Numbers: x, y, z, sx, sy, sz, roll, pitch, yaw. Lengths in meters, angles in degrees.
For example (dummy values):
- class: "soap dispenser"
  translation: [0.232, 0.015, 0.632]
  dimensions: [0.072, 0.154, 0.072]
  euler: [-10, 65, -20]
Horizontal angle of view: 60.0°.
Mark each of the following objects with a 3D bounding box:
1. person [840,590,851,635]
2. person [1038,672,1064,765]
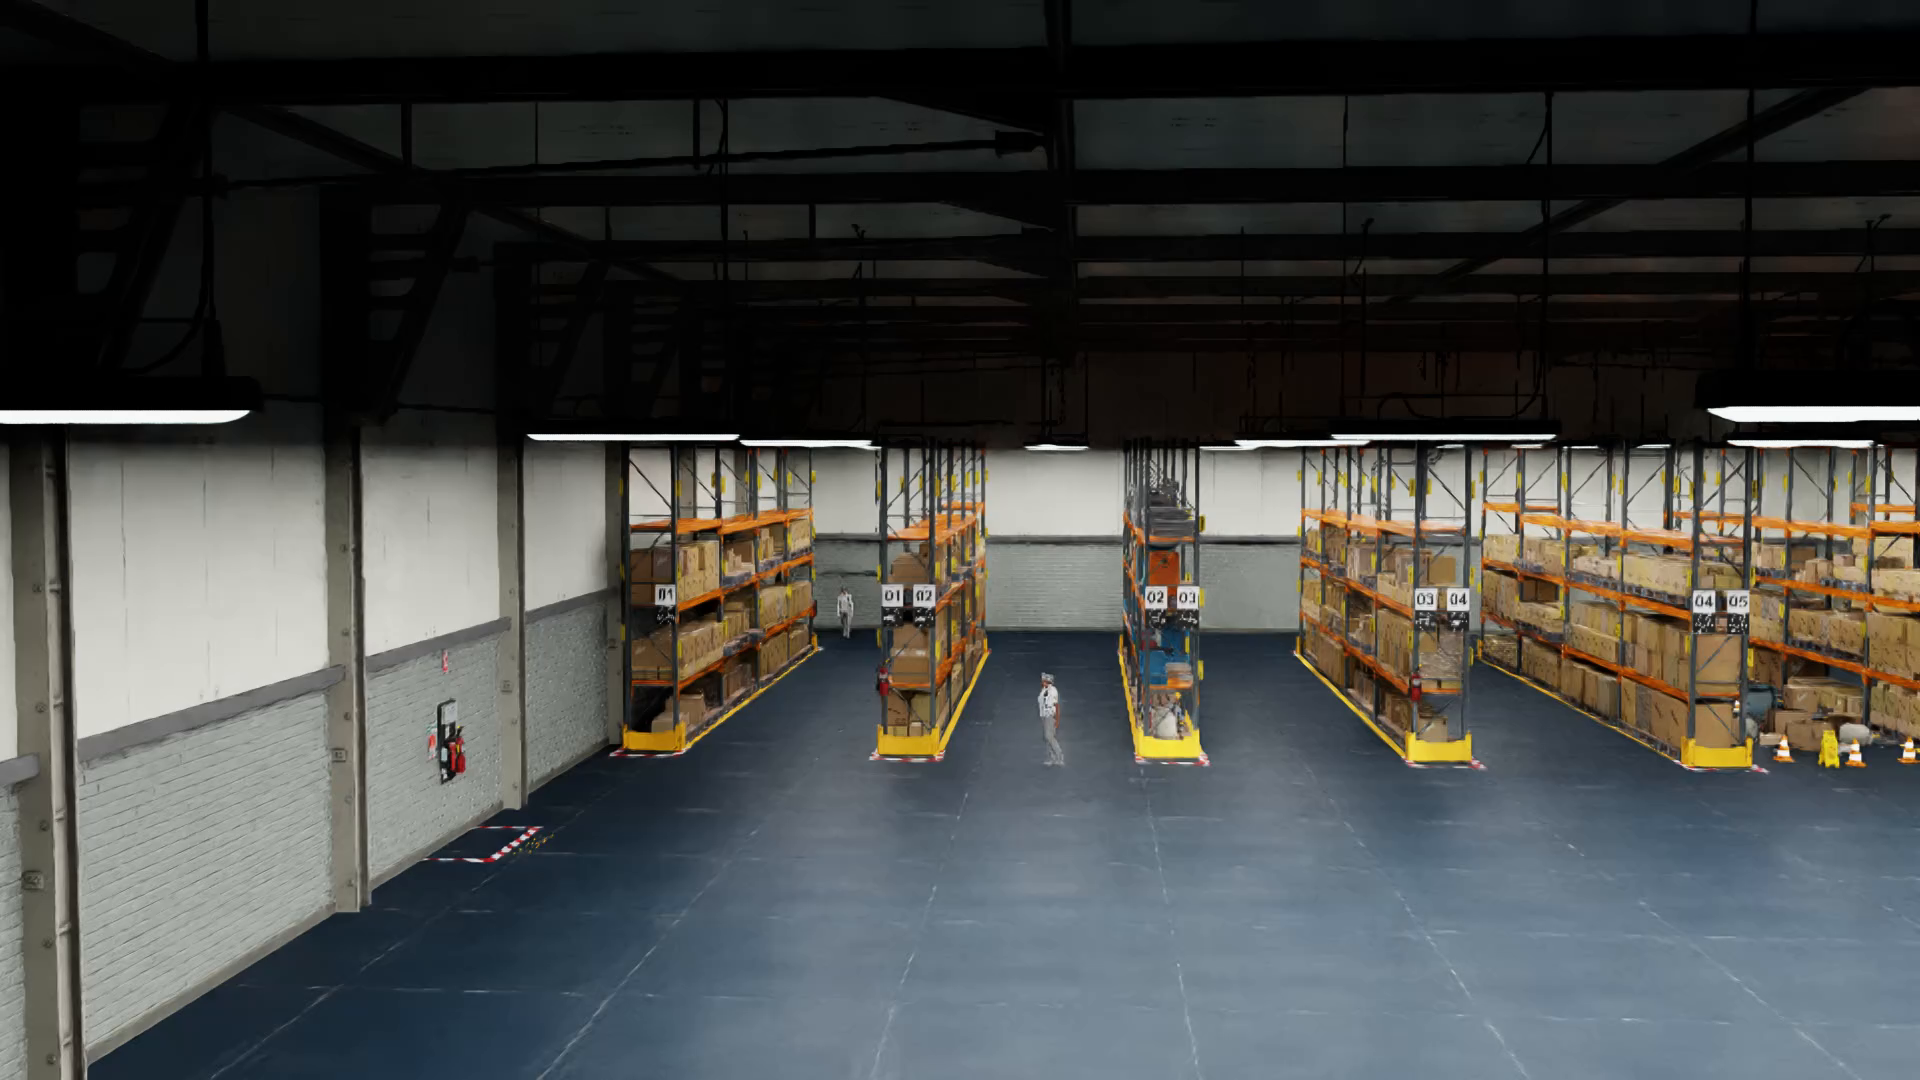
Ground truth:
- class: "person"
  translation: [-3.522, 2.159, 51.085]
  dimensions: [0.381, 1.522, 0.883]
  euler: [0, 3, 3]
- class: "person"
  translation: [1.664, 3.256, 30.331]
  dimensions: [0.390, 1.667, 0.575]
  euler: [-2, 3, -27]
